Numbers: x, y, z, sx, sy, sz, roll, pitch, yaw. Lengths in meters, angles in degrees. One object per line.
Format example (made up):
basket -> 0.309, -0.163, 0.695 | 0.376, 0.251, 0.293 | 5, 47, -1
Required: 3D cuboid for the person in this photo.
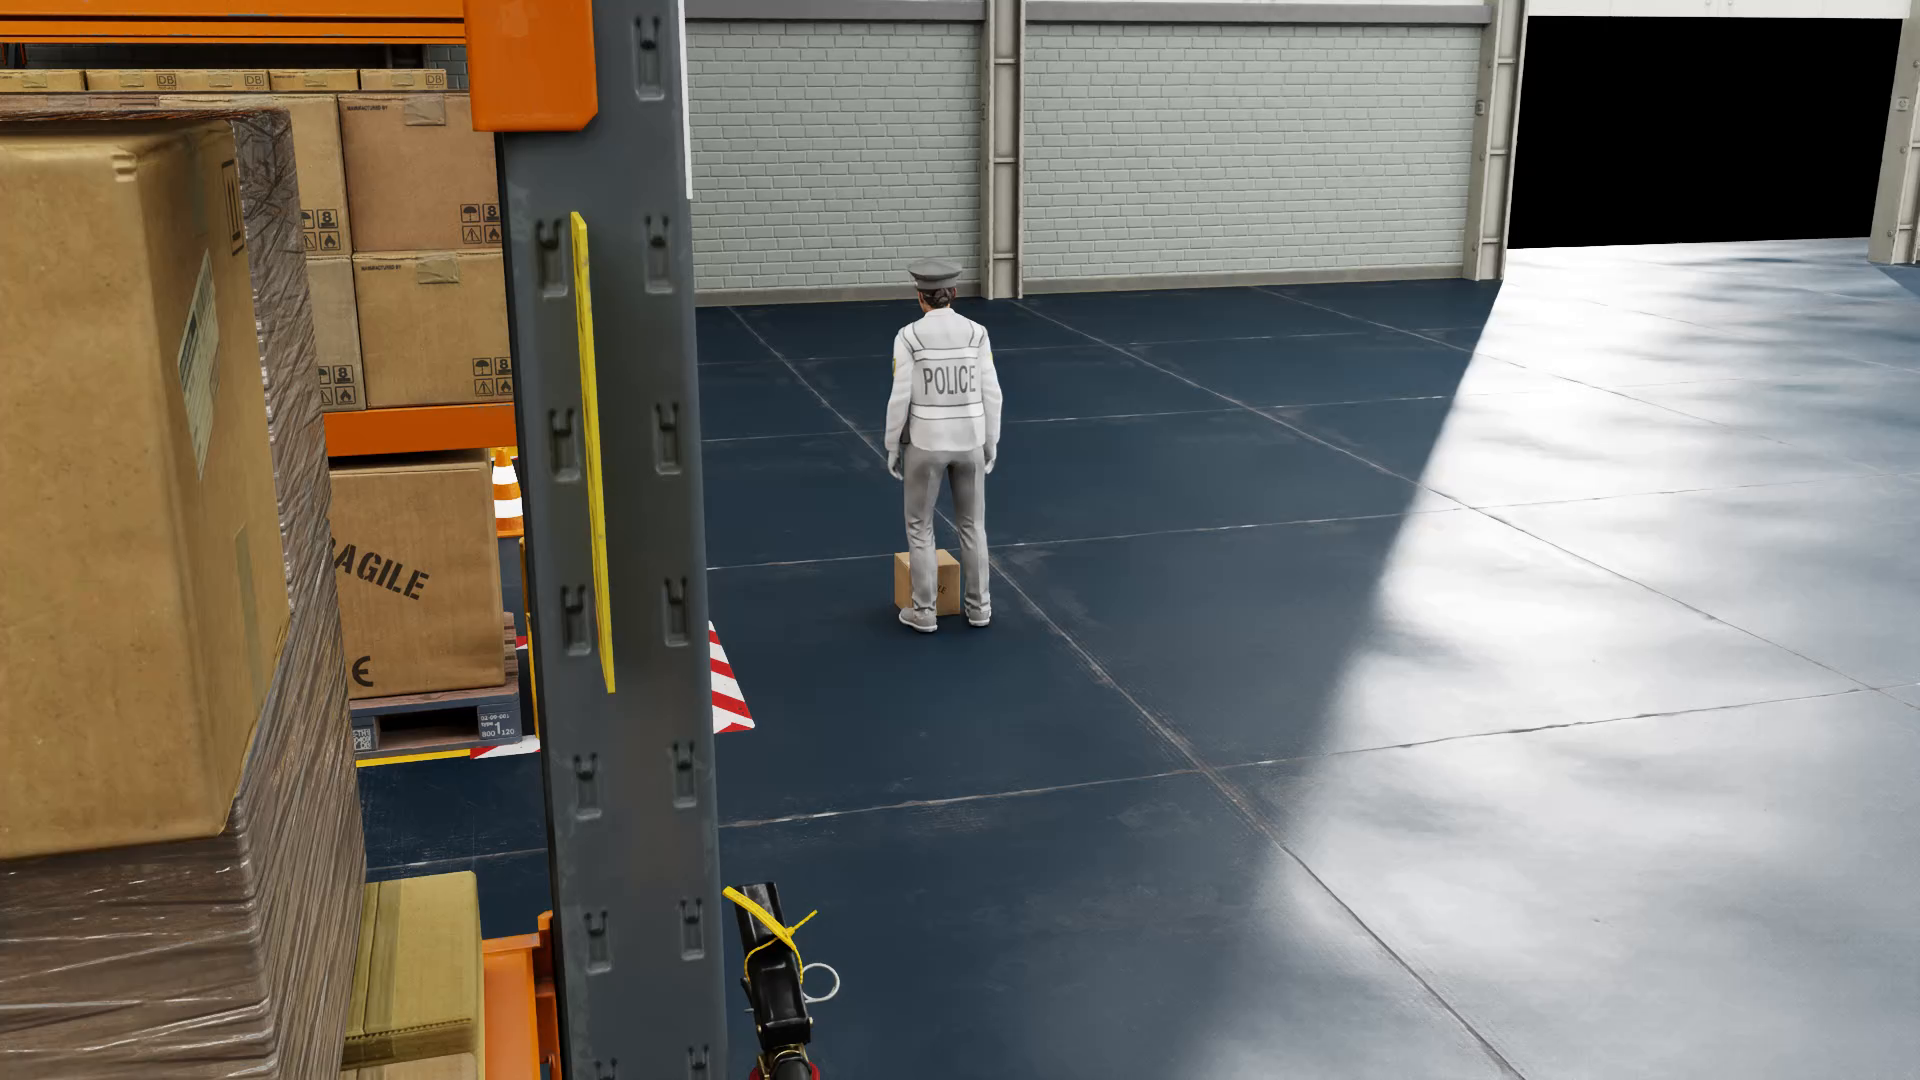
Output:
person -> -0.077, -0.409, 7.443 | 0.528, 1.662, 0.375 | -4, 17, -15
